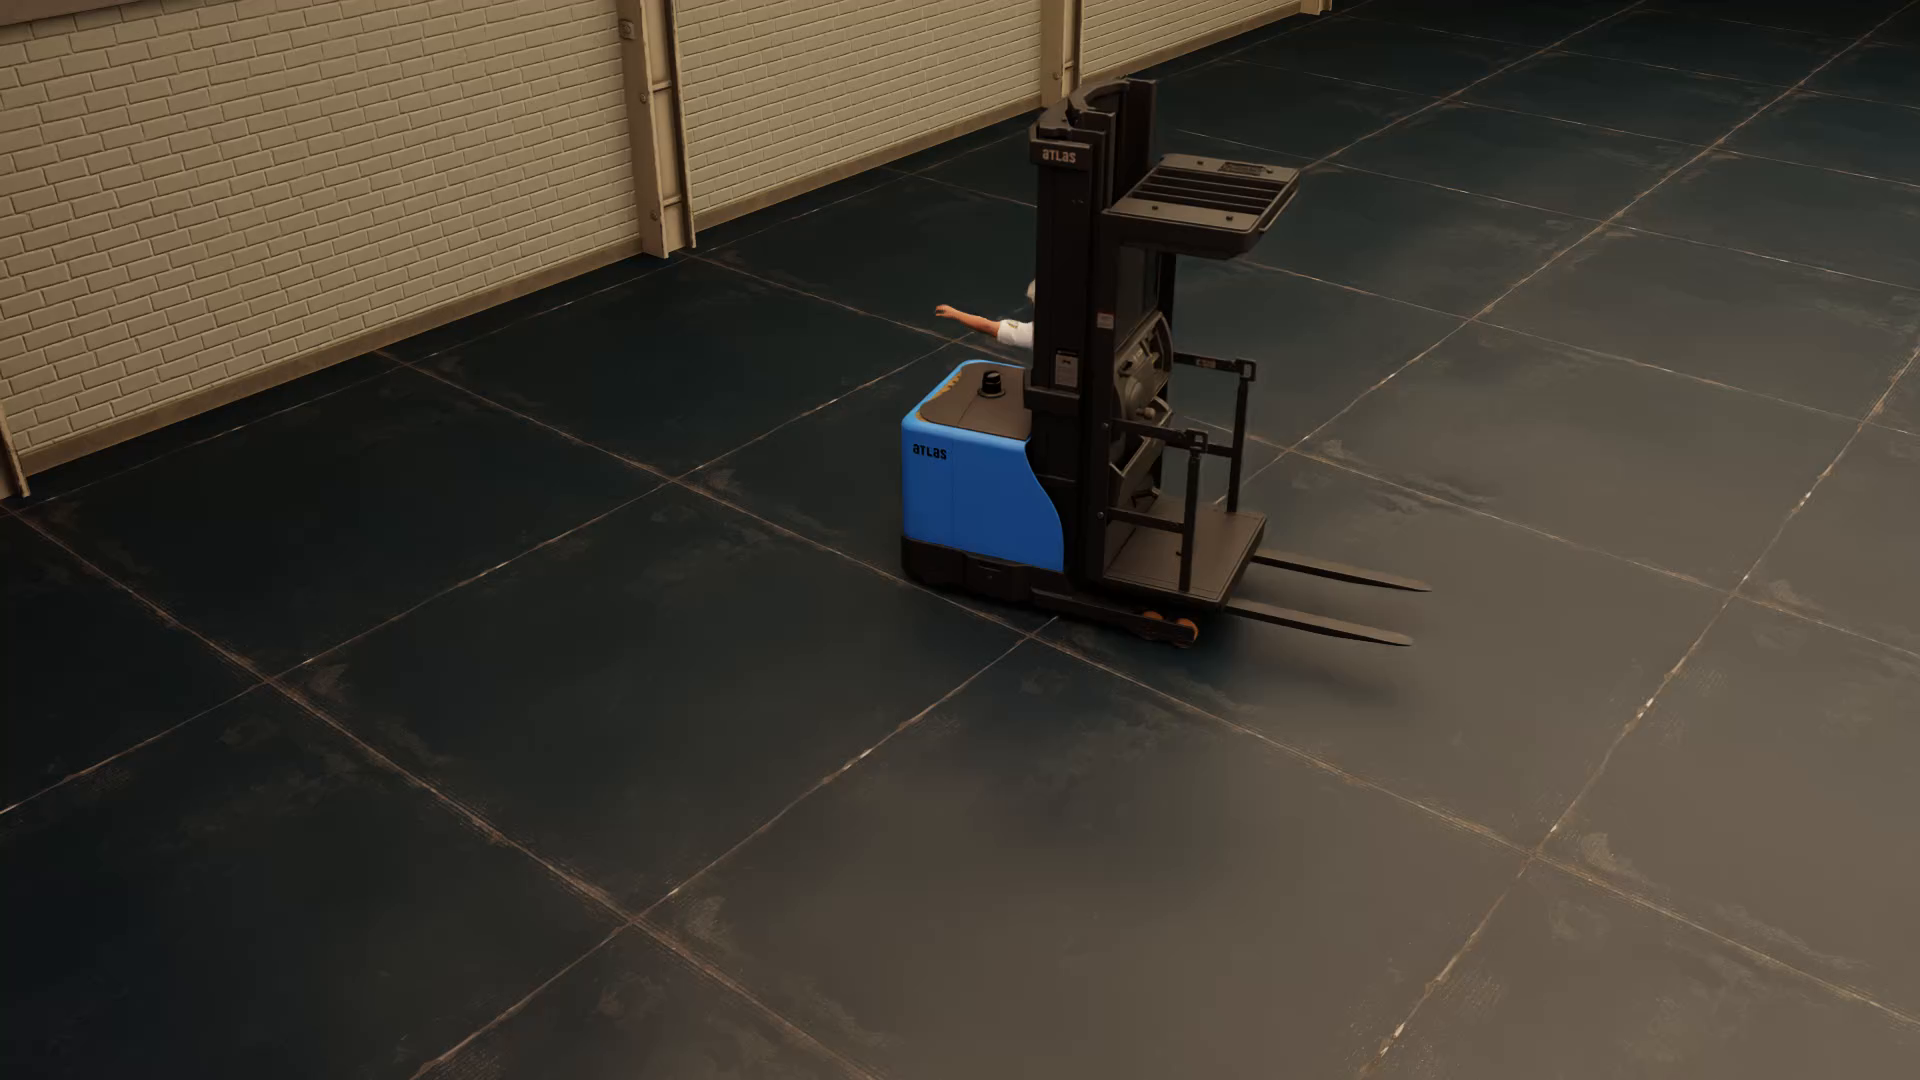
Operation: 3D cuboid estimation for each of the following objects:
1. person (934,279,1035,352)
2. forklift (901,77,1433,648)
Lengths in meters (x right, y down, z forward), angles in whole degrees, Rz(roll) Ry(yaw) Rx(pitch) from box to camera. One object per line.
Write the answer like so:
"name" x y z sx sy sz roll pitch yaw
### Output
"person" 0.458 -1.186 11.033 1.107 1.601 0.863 11 32 18
"forklift" 1.209 -0.956 9.231 3.031 2.935 1.130 12 33 20
